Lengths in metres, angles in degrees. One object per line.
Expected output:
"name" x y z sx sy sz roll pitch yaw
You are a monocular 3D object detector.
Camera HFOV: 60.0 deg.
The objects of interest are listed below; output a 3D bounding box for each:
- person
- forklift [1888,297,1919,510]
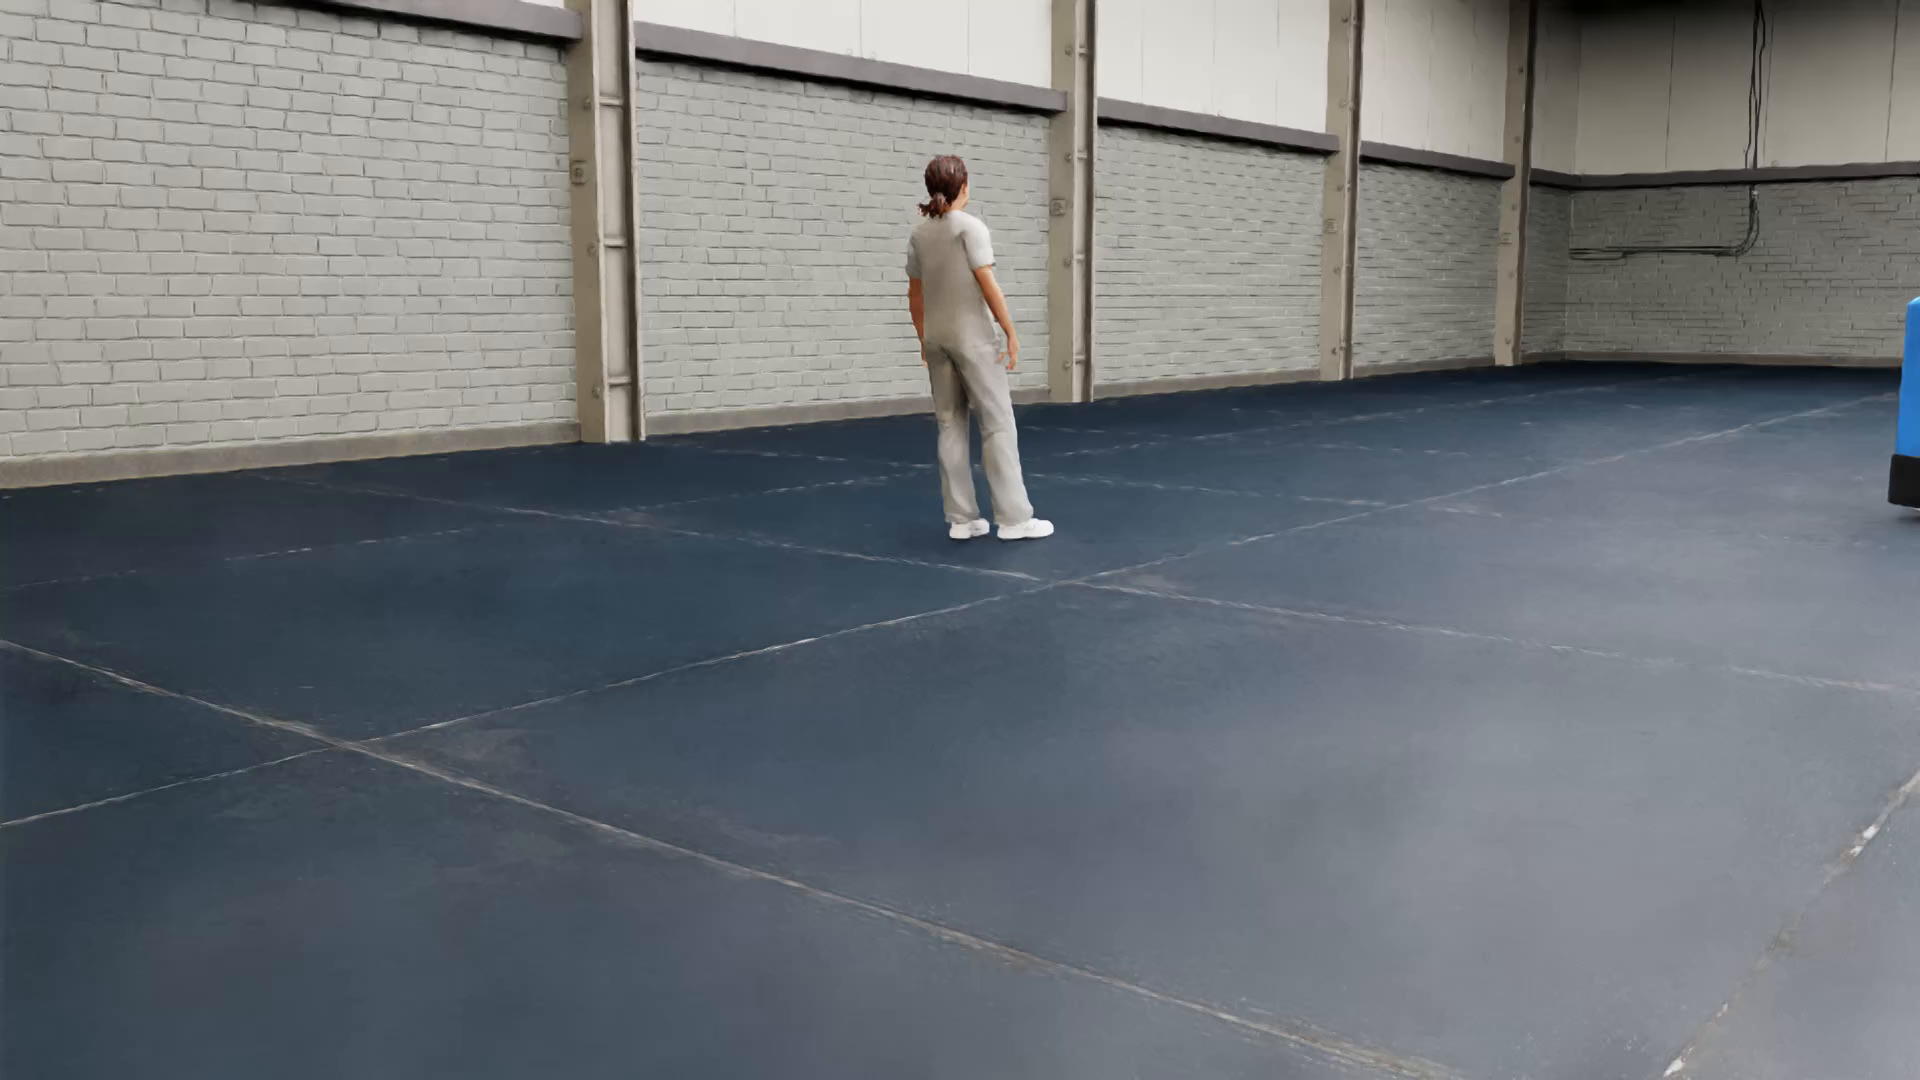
"person" 0.057 -0.843 7.331 0.550 1.674 0.548 7 11 38
"forklift" 6.102 -1.518 7.657 3.031 2.935 1.130 -1 8 -5
